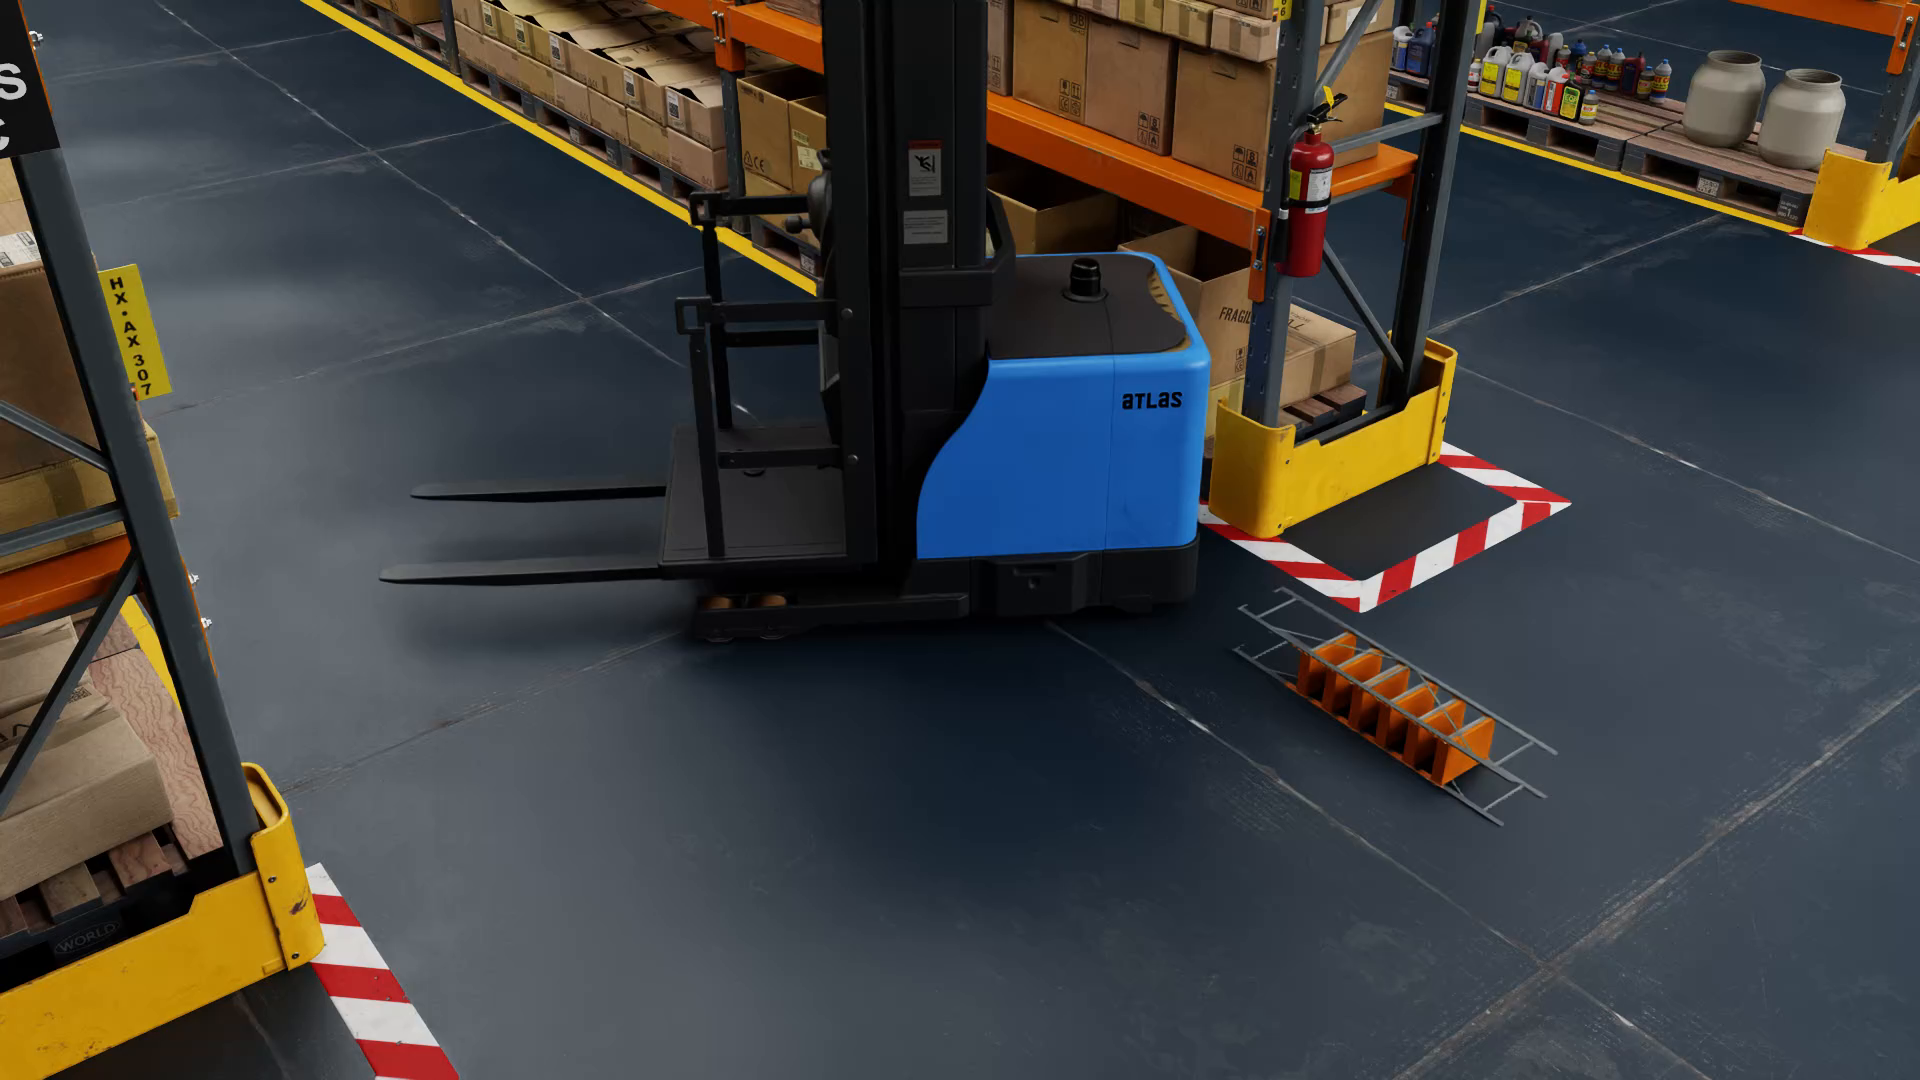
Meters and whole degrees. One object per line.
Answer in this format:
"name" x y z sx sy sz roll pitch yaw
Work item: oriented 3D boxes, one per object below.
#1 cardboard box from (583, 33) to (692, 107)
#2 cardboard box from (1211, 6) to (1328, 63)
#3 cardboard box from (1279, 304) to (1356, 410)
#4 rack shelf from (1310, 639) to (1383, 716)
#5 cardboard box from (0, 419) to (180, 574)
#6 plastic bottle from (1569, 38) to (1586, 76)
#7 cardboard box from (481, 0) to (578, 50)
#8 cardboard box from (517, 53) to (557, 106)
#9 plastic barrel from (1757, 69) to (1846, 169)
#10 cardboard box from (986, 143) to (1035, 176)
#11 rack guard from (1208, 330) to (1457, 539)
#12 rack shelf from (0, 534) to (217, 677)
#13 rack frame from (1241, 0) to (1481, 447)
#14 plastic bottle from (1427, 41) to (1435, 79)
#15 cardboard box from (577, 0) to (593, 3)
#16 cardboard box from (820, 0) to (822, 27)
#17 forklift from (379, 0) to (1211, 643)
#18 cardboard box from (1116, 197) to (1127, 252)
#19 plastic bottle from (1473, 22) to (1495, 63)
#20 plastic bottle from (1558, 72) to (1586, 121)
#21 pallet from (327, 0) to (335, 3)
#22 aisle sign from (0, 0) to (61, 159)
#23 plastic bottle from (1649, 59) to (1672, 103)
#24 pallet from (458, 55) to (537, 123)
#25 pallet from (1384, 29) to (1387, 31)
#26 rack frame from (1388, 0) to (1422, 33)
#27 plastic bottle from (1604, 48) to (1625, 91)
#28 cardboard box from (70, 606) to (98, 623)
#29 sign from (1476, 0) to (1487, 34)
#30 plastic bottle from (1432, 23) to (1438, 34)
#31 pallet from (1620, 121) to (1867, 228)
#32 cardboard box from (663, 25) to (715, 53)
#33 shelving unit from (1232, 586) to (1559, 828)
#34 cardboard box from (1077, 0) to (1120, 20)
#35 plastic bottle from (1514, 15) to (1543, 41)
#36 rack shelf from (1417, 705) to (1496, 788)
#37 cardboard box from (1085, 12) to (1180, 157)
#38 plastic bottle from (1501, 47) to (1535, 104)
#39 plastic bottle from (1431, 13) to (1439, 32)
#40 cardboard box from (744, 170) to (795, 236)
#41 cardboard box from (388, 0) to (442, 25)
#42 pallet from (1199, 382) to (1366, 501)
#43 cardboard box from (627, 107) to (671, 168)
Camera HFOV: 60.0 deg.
"cardboard box" -1.991 -2.952 10.336 0.500 0.311 0.500 -22 38 -32
"cardboard box" 1.180 -1.952 6.340 0.380 0.149 0.250 -23 39 -32
"cardboard box" 1.411 -0.842 7.471 0.500 0.250 0.500 -22 38 -31
"rack shelf" 1.354 0.472 5.806 0.258 0.180 0.103 -22 38 -31
"cardboard box" -2.395 -0.183 4.325 0.500 0.250 0.500 -24 39 -33
"plastic bottle" 4.218 -3.291 11.374 0.097 0.271 0.097 0 32 0
"cardboard box" -2.923 -3.590 11.363 0.500 0.311 0.500 -23 39 -33
"cardboard box" -2.620 -3.144 11.177 0.500 0.250 0.500 -23 39 -33
"plastic barrel" 5.015 -2.509 9.906 0.421 0.512 0.421 0 32 0
"cardboard box" 0.070 -1.613 8.002 0.500 0.500 0.500 -22 38 -31
"rack guard" 1.579 -0.465 7.024 1.175 0.500 0.348 -22 38 -31
"rack shelf" -3.573 -0.460 5.330 1.077 0.370 4.000 -22 38 -31
"rack frame" 1.564 -1.536 6.381 1.000 3.000 0.127 -22 38 -31
"plastic bottle" 3.309 -3.317 11.341 0.144 0.351 0.185 -24 39 -33
"cardboard box" -2.502 -3.766 11.647 0.500 0.311 0.500 -23 39 -32
"cardboard box" -0.283 -2.845 8.393 0.700 0.500 0.500 -23 38 -32
"forklift" -0.654 -1.158 5.837 3.031 2.935 1.130 -3 32 -4
"cardboard box" 0.786 -1.573 7.937 0.500 0.500 0.500 -22 38 -31
"plastic bottle" 3.665 -3.521 11.740 0.152 0.276 0.135 -22 38 -31
"plastic bottle" 3.921 -2.837 10.632 0.061 0.283 0.133 -21 38 -30
"pallet" -5.266 -5.026 14.643 1.003 0.211 1.213 -22 38 -31
"aisle sign" -2.065 -1.104 3.220 0.394 0.787 0.004 -22 38 -31
"plastic bottle" 4.614 -3.022 10.941 0.097 0.271 0.097 0 32 0
"pallet" -2.867 -3.330 11.912 1.003 0.211 1.213 -22 38 -31
"pallet" 2.514 -3.935 12.885 1.003 0.211 1.213 -22 38 -31
"rack frame" 3.027 -4.805 11.643 1.000 3.000 0.127 -22 38 -31
"plastic bottle" 4.404 -3.165 11.171 0.097 0.271 0.097 0 32 0
"cardboard box" -3.460 0.066 5.753 0.700 0.500 0.500 -25 40 -34
"sign" 2.006 -2.115 6.417 0.100 0.325 0.005 -22 38 -31
"plastic bottle" 3.308 -3.442 11.543 0.144 0.351 0.185 -22 38 -31
"pallet" 4.902 -2.310 10.269 1.003 0.211 1.213 -22 38 -31
"cardboard box" -1.566 -3.131 10.624 0.500 0.311 0.500 -24 39 -33
"shelving unit" 1.453 0.542 5.695 0.258 0.189 1.200 -22 38 -31
"cardboard box" 0.708 -2.273 6.857 0.380 0.149 0.250 -22 38 -31
"plastic bottle" 3.965 -3.476 11.598 0.144 0.351 0.185 -23 38 -32
"rack shelf" 1.642 0.675 5.480 0.258 0.180 0.103 -22 38 -31
"cardboard box" 0.962 -1.995 7.024 0.700 0.500 0.500 -21 38 -30
"plastic bottle" 3.684 -3.062 10.931 0.144 0.351 0.185 -21 37 -29
"plastic bottle" 3.495 -3.752 12.184 0.097 0.201 0.097 0 32 0
"cardboard box" -0.844 -1.922 9.210 0.500 0.250 0.500 -22 38 -31
"cardboard box" -4.100 -4.309 12.798 0.500 0.500 0.500 -21 37 -30
"pallet" 1.062 -0.657 7.608 1.003 0.211 1.213 -22 38 -31
"cardboard box" -1.681 -2.504 10.147 0.500 0.250 0.500 -23 39 -32
